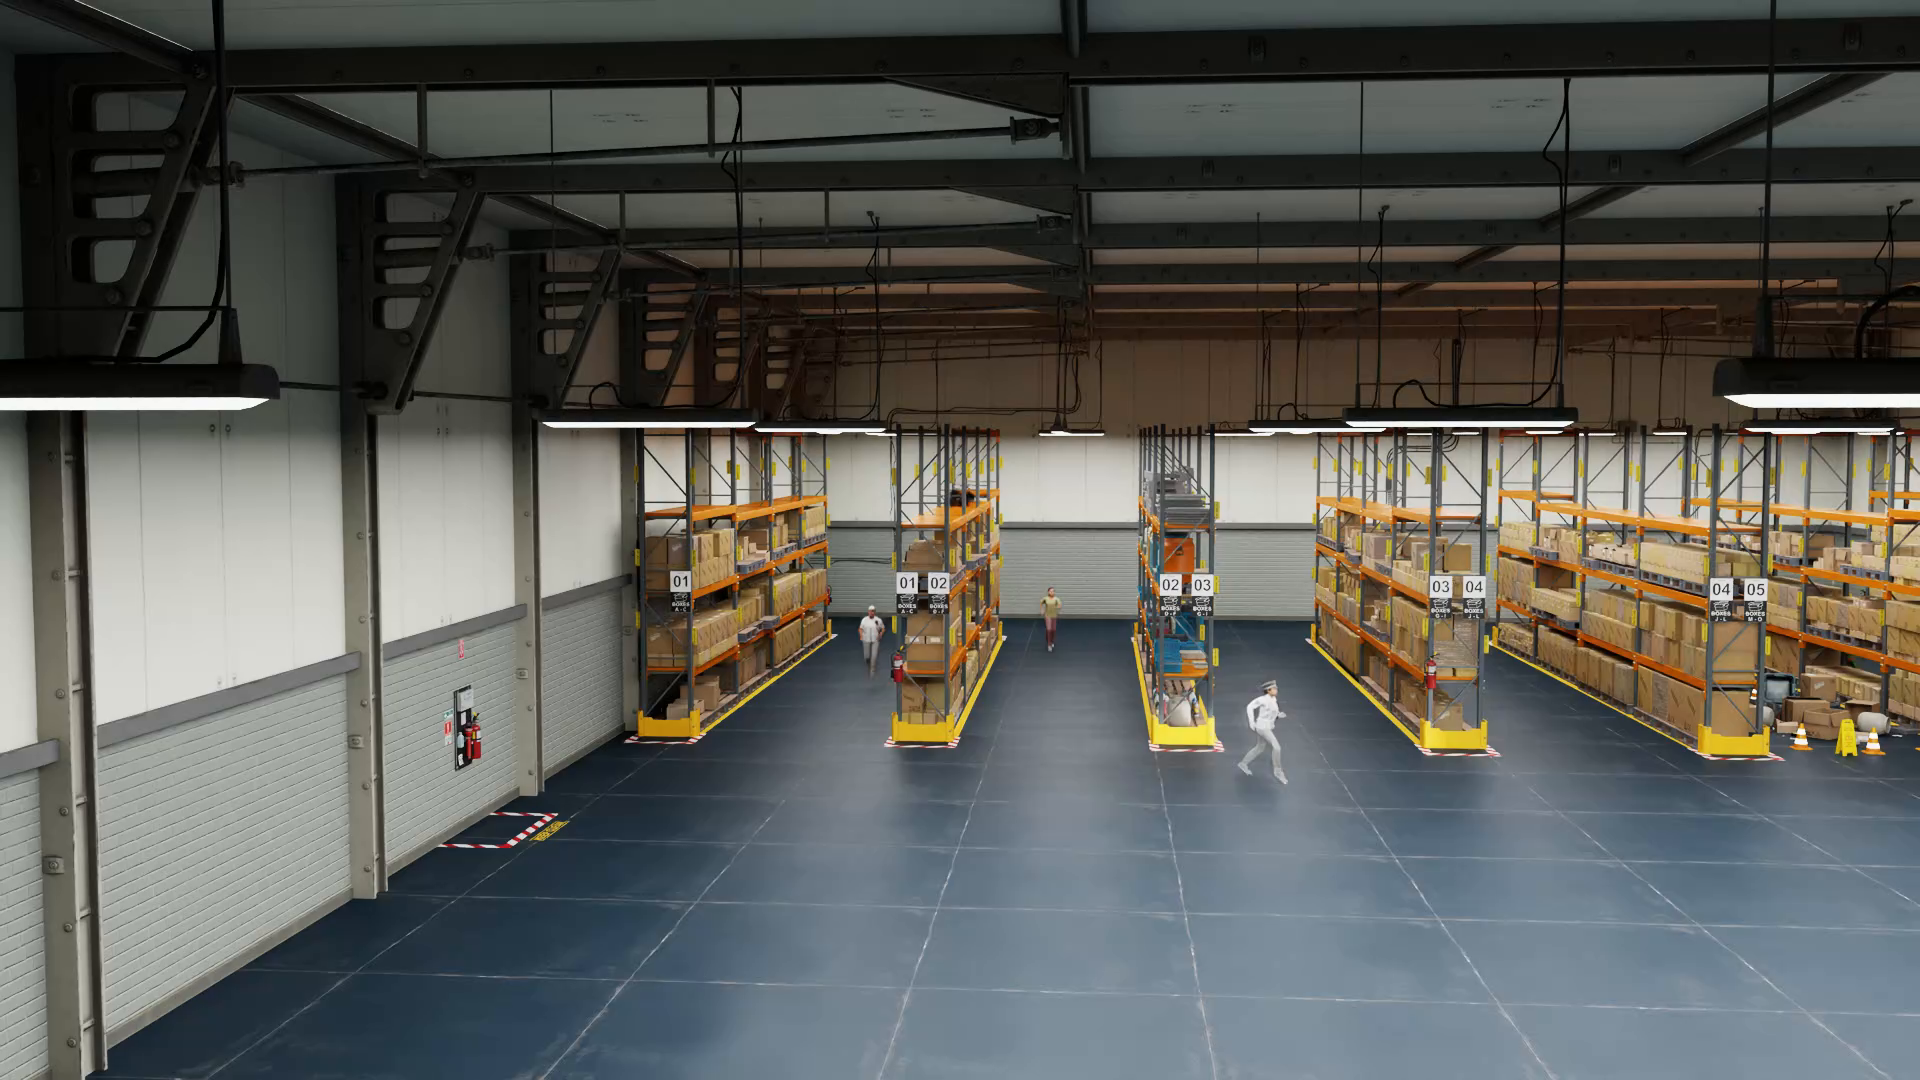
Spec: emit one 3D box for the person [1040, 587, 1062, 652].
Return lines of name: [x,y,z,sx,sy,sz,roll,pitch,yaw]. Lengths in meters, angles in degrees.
person: [2.472,2.130,45.126,0.555,1.716,0.820,0,4,-8]

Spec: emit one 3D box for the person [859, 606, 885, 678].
person: [-2.017,2.324,37.975,0.616,1.628,0.508,0,3,2]

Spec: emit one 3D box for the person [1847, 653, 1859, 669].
person: [21.402,2.414,39.842,0.686,1.764,0.867,0,3,-1]

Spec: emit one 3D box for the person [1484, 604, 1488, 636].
person: [13.550,2.264,43.611,0.626,1.693,0.836,0,3,3]

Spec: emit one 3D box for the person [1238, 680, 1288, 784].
person: [5.075,3.191,27.841,0.897,1.731,0.635,2,4,32]
